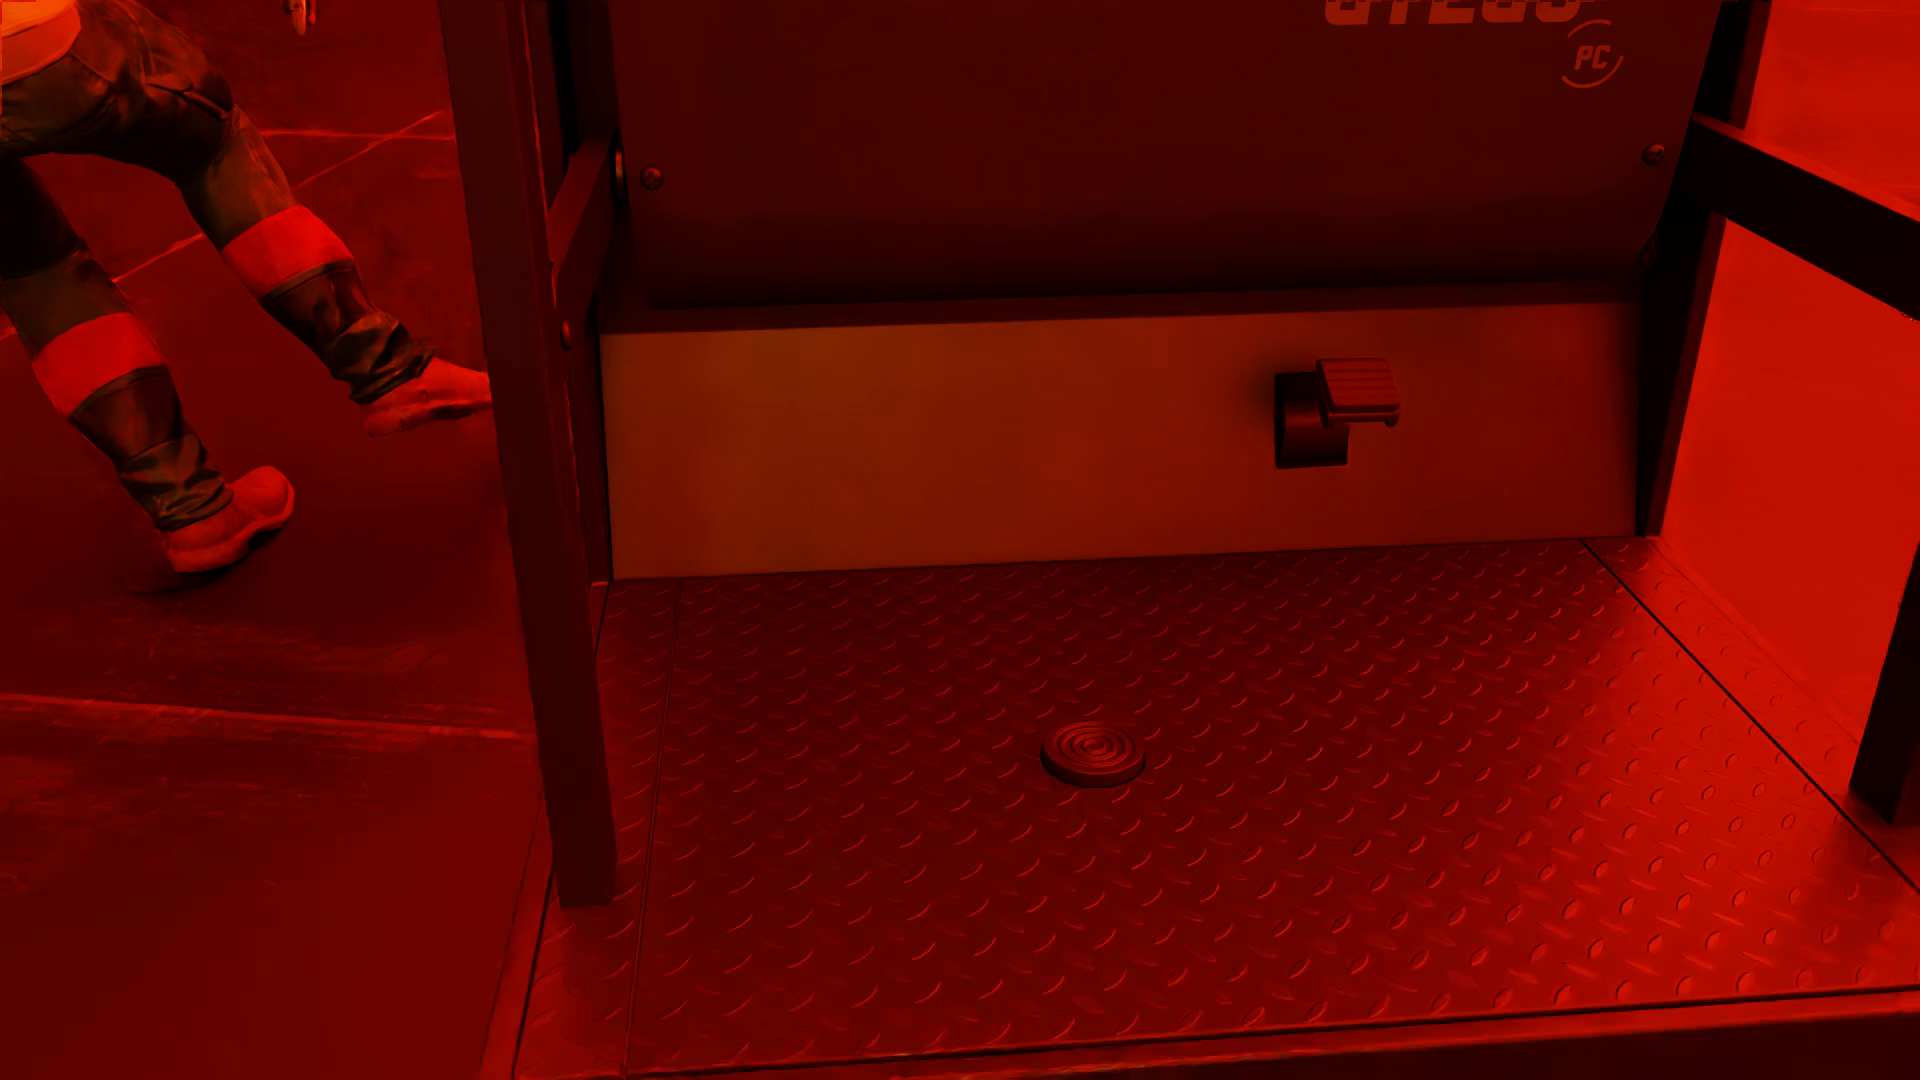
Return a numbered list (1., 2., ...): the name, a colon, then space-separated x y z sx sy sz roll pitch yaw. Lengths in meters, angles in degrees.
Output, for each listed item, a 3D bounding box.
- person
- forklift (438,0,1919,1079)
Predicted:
1. person: -1.276 -0.741 2.292 1.187 1.525 0.930 -12 29 -23
2. forklift: 0.199 -0.881 0.982 1.130 2.935 3.031 -2 27 -5
